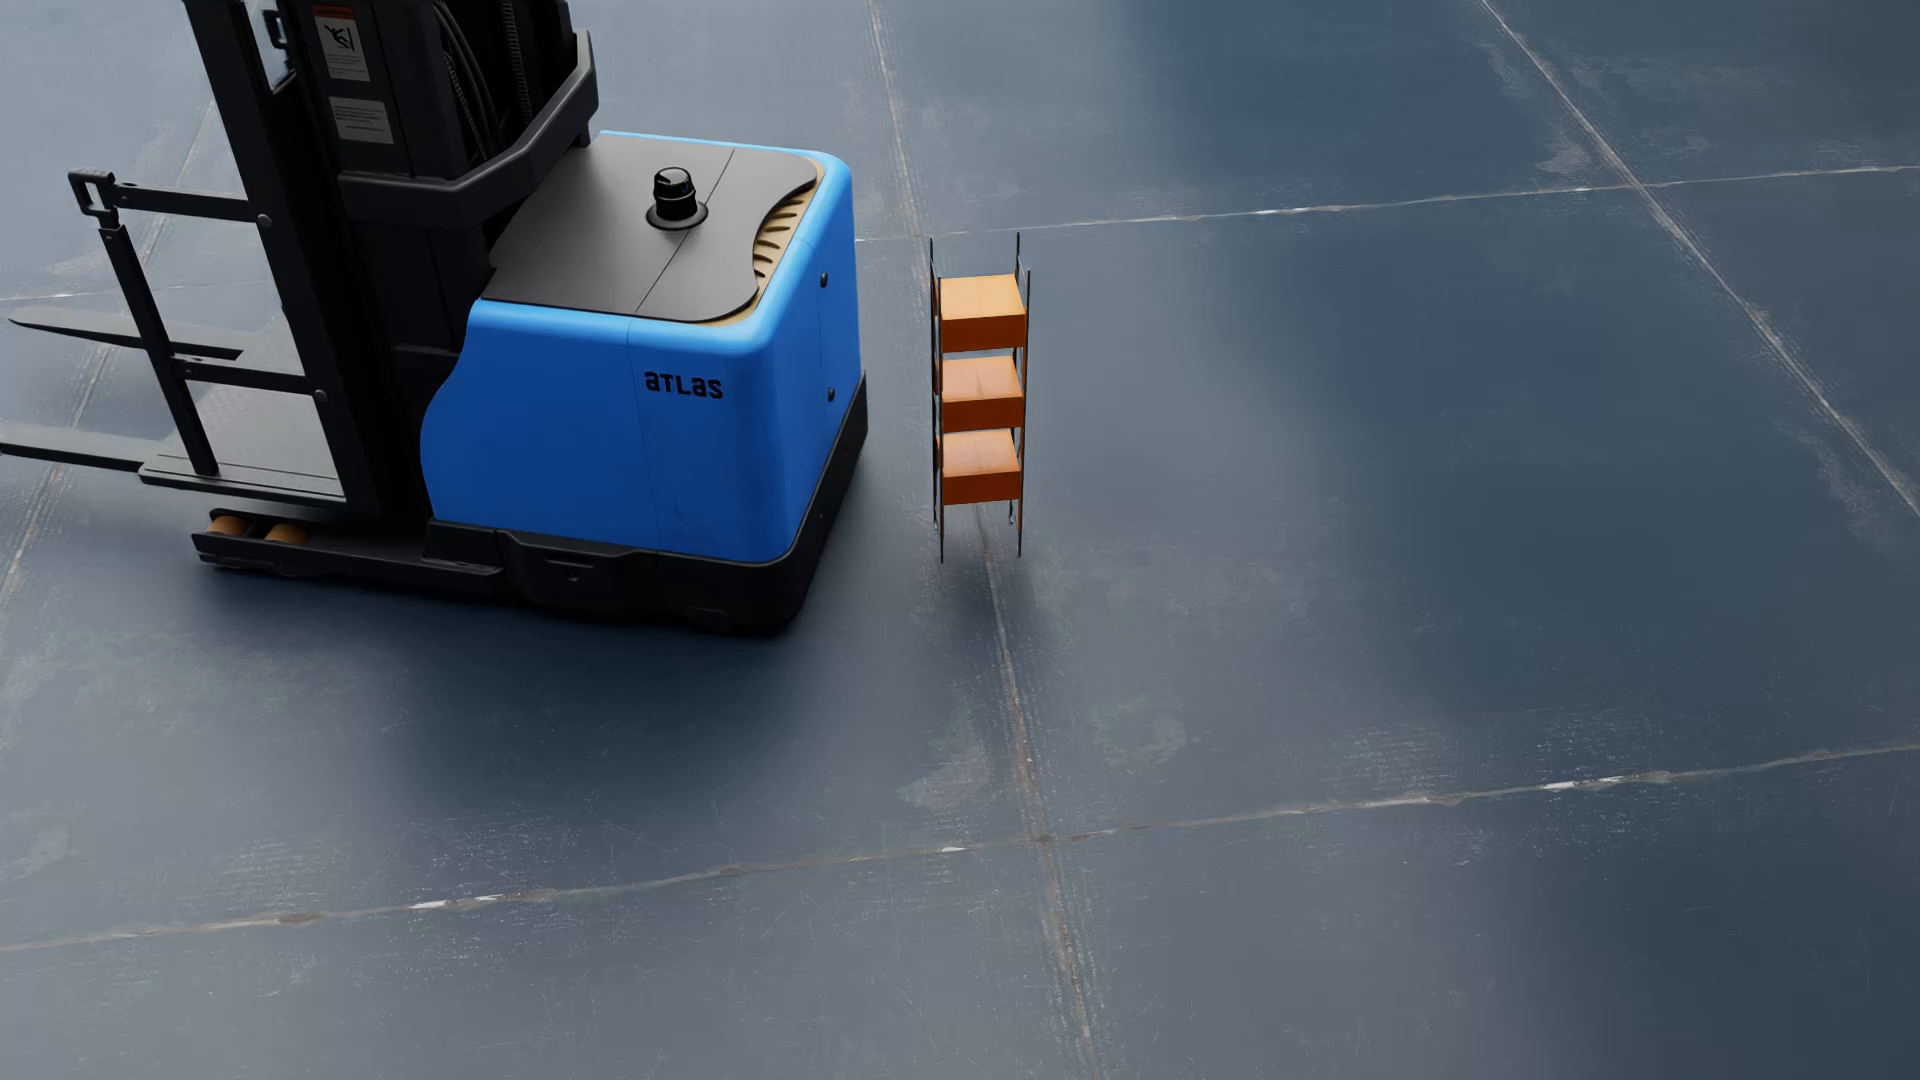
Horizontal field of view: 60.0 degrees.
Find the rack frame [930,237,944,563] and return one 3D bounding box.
[{"bbox_3d":[-0.068,-0.384,4.892,0.008,1.050,0.200,-5,42,-6],"label":"rack frame"}]

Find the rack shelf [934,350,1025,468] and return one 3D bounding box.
[{"bbox_3d":[0.053,-0.387,4.911,0.240,0.259,0.215,-5,42,-6],"label":"rack shelf"}]

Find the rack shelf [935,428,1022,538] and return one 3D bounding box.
[{"bbox_3d":[0.053,-0.180,5.097,0.240,0.259,0.215,-5,42,-6],"label":"rack shelf"}]

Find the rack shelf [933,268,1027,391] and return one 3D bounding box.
[{"bbox_3d":[0.053,-0.597,4.721,0.240,0.259,0.215,-5,42,-6],"label":"rack shelf"}]

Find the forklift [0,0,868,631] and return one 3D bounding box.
[{"bbox_3d":[-1.876,-1.313,4.517,3.031,2.935,1.130,8,43,8],"label":"forklift"}]

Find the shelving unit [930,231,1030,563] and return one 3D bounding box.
[{"bbox_3d":[0.053,-0.394,4.904,0.252,1.050,0.215,-5,42,-6],"label":"shelving unit"}]

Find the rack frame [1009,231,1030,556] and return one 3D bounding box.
[{"bbox_3d":[0.174,-0.405,4.915,0.008,1.050,0.200,-5,42,-6],"label":"rack frame"}]
